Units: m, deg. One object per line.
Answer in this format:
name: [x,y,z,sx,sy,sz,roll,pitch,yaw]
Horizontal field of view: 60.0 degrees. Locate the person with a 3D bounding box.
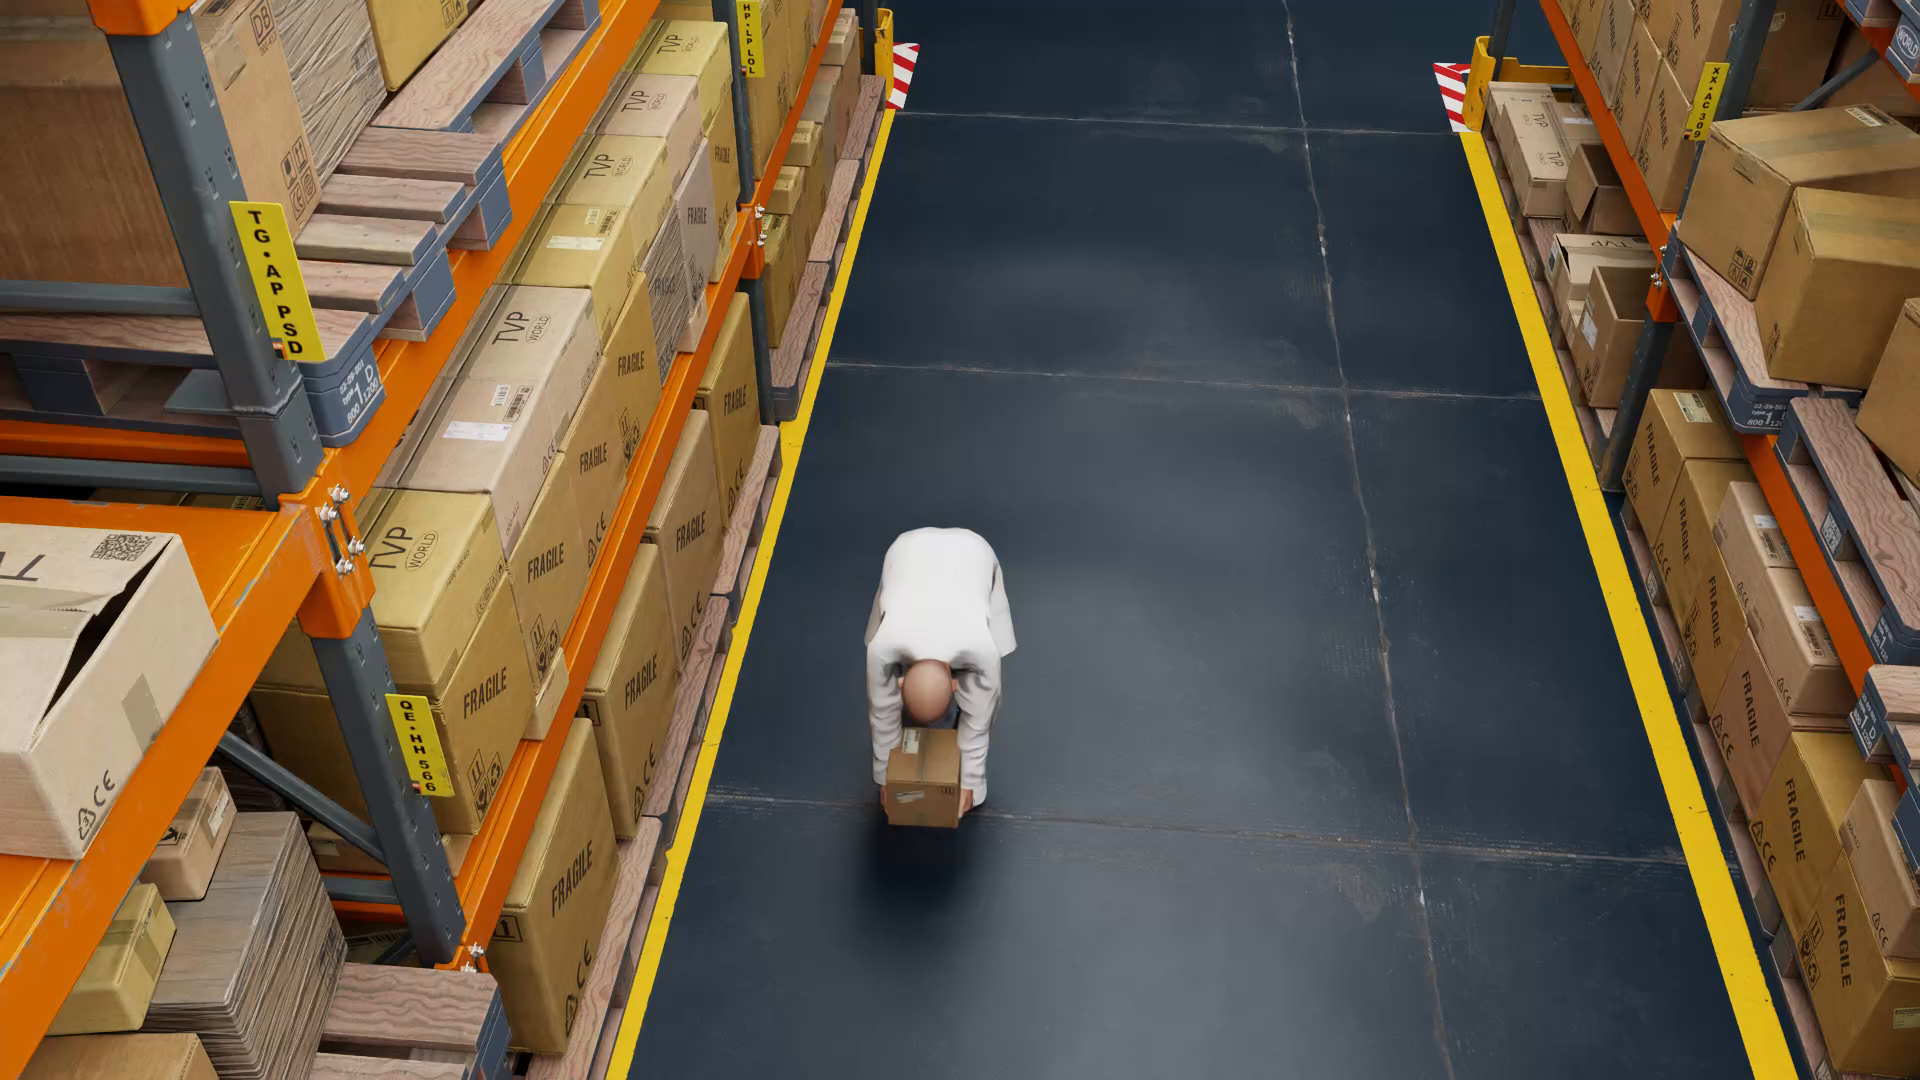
person: [-0.082,0.575,5.983,0.562,1.126,0.950,2,40,2]
